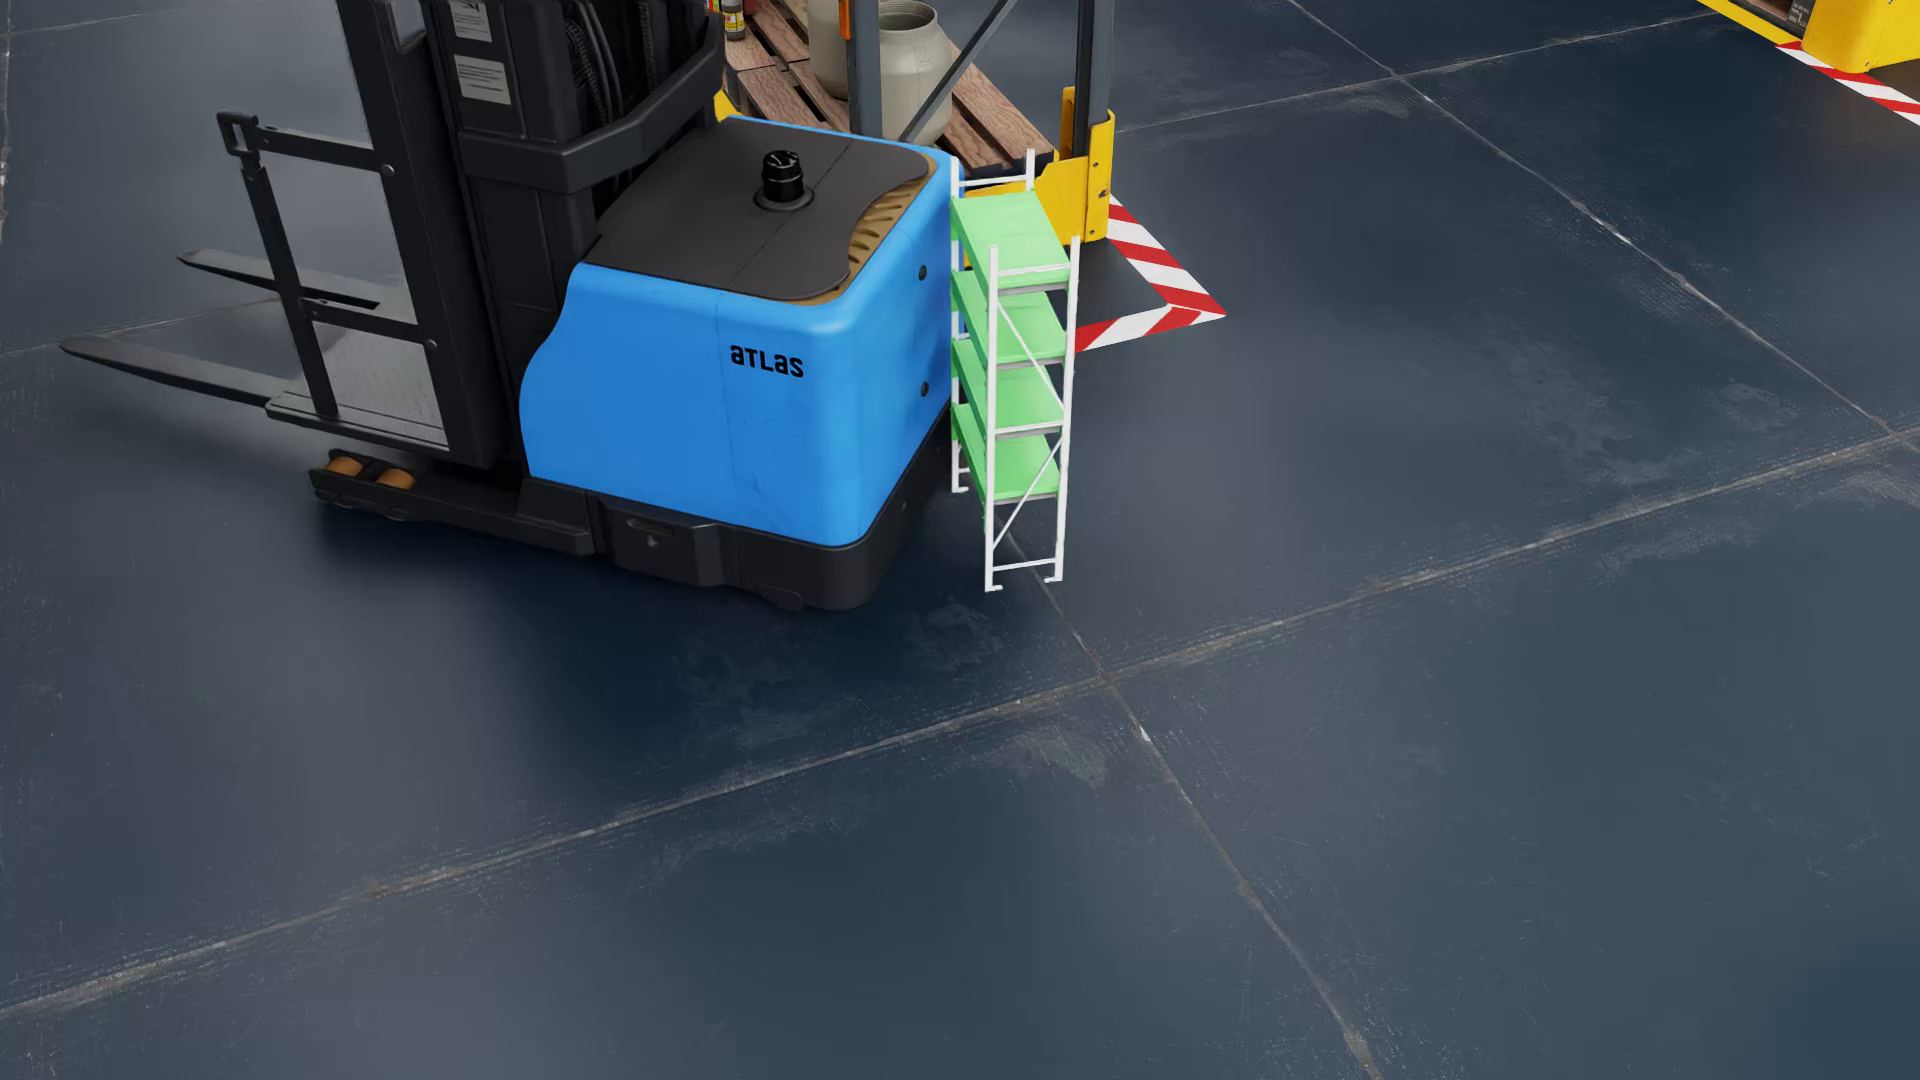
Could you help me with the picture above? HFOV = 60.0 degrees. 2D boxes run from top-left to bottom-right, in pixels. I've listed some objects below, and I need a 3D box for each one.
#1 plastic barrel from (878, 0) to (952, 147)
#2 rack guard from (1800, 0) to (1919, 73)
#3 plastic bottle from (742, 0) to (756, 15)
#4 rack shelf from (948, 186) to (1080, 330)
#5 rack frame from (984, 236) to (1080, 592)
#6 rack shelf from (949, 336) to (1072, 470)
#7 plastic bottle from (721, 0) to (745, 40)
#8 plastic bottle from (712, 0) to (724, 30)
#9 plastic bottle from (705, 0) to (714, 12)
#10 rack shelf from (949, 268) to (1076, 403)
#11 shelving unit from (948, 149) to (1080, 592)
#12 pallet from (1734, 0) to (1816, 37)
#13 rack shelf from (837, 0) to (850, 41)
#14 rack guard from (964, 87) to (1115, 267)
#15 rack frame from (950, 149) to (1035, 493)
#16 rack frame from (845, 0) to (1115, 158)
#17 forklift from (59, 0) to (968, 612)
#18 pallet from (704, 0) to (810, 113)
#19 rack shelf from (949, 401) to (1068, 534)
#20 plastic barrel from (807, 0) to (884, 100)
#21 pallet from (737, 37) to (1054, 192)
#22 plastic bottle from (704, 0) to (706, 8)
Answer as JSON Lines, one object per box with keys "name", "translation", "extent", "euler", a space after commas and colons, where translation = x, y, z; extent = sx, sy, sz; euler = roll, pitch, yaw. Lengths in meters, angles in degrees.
{"name": "plastic barrel", "translation": [-0.243, -1.872, 6.712], "extent": [0.421, 0.512, 0.421], "euler": [0, 41, 0]}
{"name": "rack guard", "translation": [4.627, -2.612, 7.904], "extent": [1.175, 0.500, 0.348], "euler": [-15, 43, -17]}
{"name": "plastic bottle", "translation": [-1.001, -2.598, 7.717], "extent": [0.061, 0.283, 0.133], "euler": [-15, 43, -17]}
{"name": "rack shelf", "translation": [0.143, -0.789, 4.609], "extent": [0.258, 0.148, 0.480], "euler": [-8, 41, -9]}
{"name": "rack frame", "translation": [0.194, -0.317, 4.699], "extent": [0.240, 1.200, 0.015], "euler": [-8, 41, -9]}
{"name": "rack shelf", "translation": [0.143, -0.425, 4.922], "extent": [0.258, 0.148, 0.480], "euler": [-8, 41, -9]}
{"name": "plastic bottle", "translation": [-1.028, -2.381, 7.527], "extent": [0.097, 0.201, 0.097], "euler": [0, 41, 0]}
{"name": "plastic bottle", "translation": [-1.089, -2.478, 7.577], "extent": [0.061, 0.283, 0.133], "euler": [-14, 43, -16]}
{"name": "plastic bottle", "translation": [-1.099, -2.568, 7.688], "extent": [0.152, 0.276, 0.135], "euler": [-15, 43, -17]}
{"name": "rack shelf", "translation": [0.143, -0.607, 4.765], "extent": [0.258, 0.148, 0.480], "euler": [-8, 41, -9]}
{"name": "shelving unit", "translation": [0.143, -0.473, 4.880], "extent": [0.258, 1.200, 0.503], "euler": [-8, 41, -9]}
{"name": "pallet", "translation": [4.349, -3.001, 8.578], "extent": [1.003, 0.211, 1.213], "euler": [-15, 43, -17]}
{"name": "rack shelf", "translation": [-0.685, -3.211, 7.235], "extent": [1.077, 0.370, 4.000], "euler": [-15, 43, -17]}
{"name": "rack guard", "translation": [0.007, -1.365, 6.454], "extent": [1.175, 0.500, 0.348], "euler": [-15, 43, -17]}
{"name": "rack frame", "translation": [0.092, -0.629, 5.061], "extent": [0.240, 1.200, 0.015], "euler": [-8, 41, -9]}
{"name": "rack frame", "translation": [0.080, -2.279, 5.599], "extent": [1.000, 3.000, 0.127], "euler": [-15, 43, -17]}
{"name": "forklift", "translation": [-1.546, -1.481, 4.725], "extent": [3.031, 2.935, 1.130], "euler": [13, 42, 15]}
{"name": "pallet", "translation": [-0.762, -2.480, 7.972], "extent": [1.003, 0.211, 1.213], "euler": [-15, 43, -17]}
{"name": "rack shelf", "translation": [0.143, -0.243, 5.078], "extent": [0.258, 0.148, 0.480], "euler": [-8, 41, -9]}
{"name": "plastic barrel", "translation": [-0.434, -2.174, 7.063], "extent": [0.421, 0.512, 0.421], "euler": [0, 41, 0]}
{"name": "pallet", "translation": [-0.299, -1.746, 7.119], "extent": [1.003, 0.211, 1.213], "euler": [-15, 43, -17]}
{"name": "plastic bottle", "translation": [-1.152, -2.652, 7.785], "extent": [0.152, 0.276, 0.135], "euler": [-16, 43, -18]}
